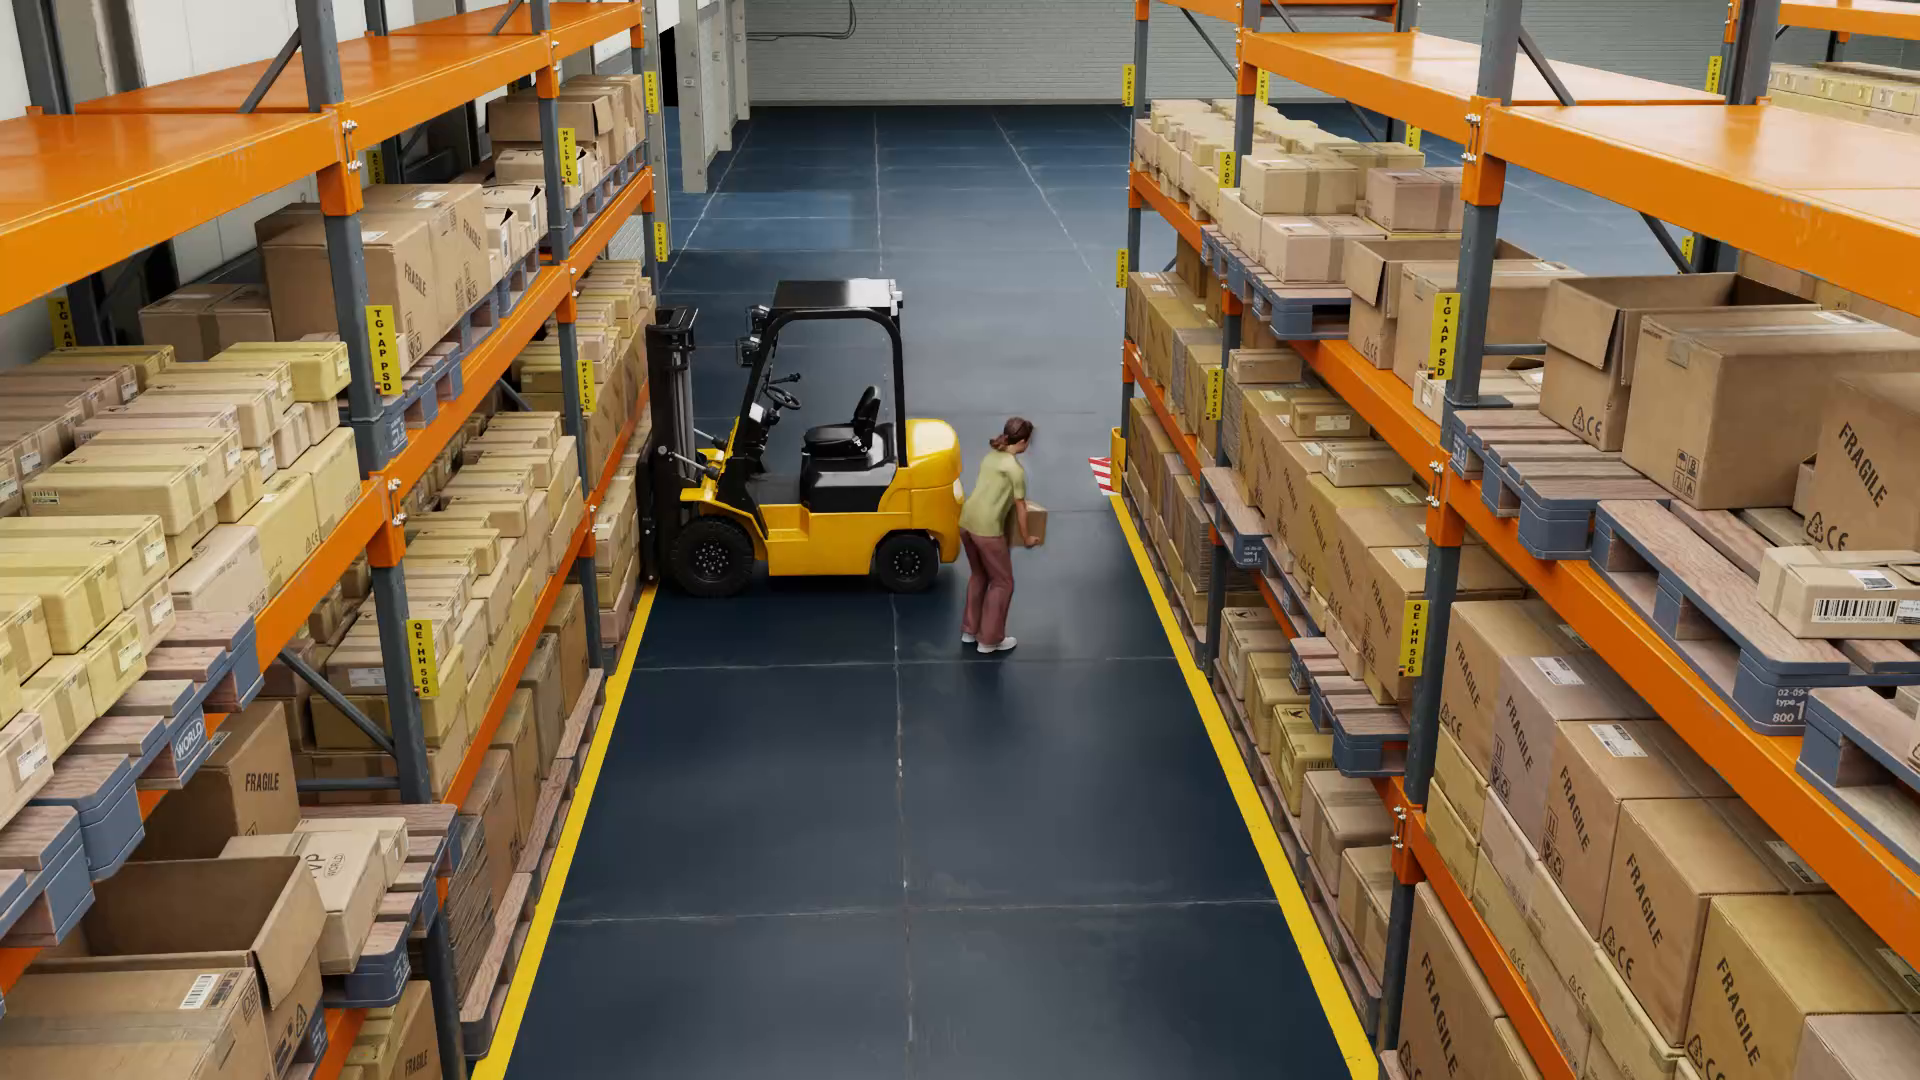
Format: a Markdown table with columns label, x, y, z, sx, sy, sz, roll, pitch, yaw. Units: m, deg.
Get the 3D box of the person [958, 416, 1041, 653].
| label | x | y | z | sx | sy | sz | roll | pitch | yaw |
| --- | --- | --- | --- | --- | --- | --- | --- | --- | --- |
| person | 0.262 | -0.047 | 11.330 | 0.554 | 1.595 | 0.410 | -13 | 24 | -31 |
